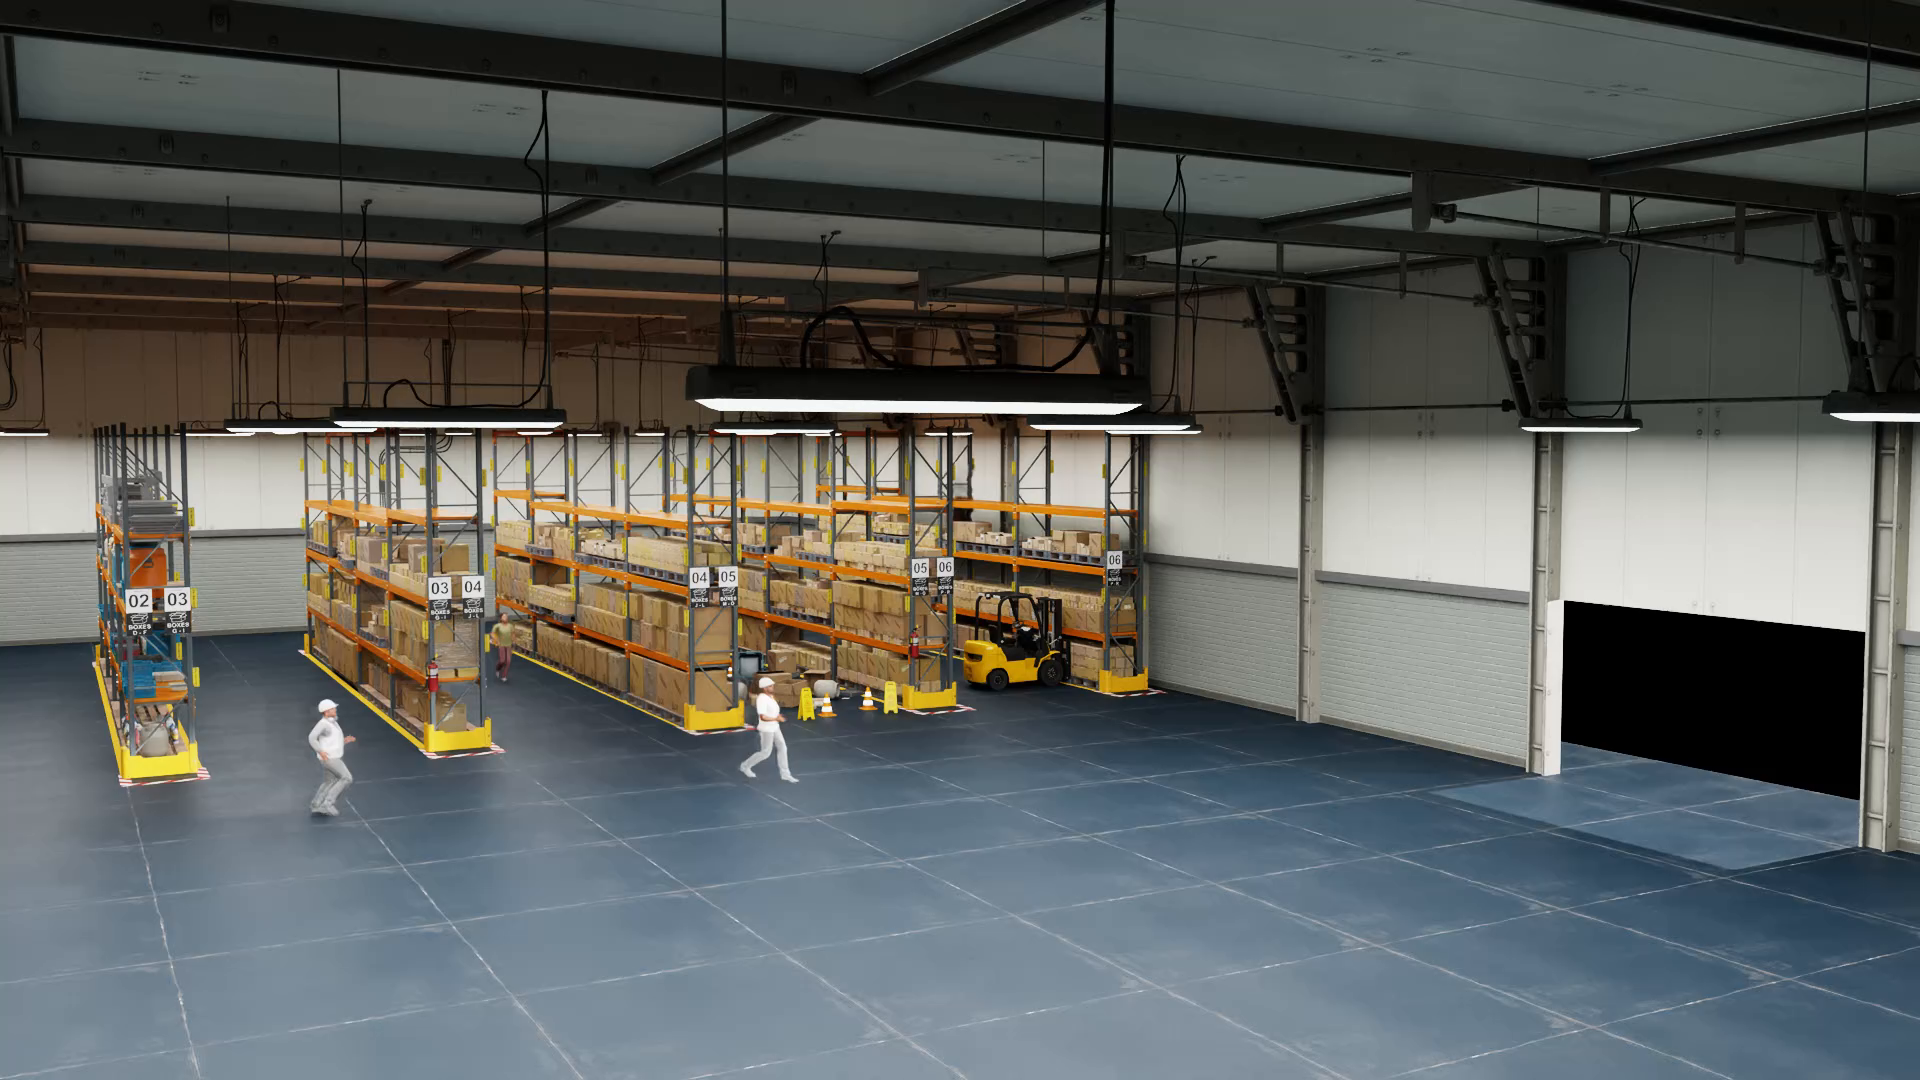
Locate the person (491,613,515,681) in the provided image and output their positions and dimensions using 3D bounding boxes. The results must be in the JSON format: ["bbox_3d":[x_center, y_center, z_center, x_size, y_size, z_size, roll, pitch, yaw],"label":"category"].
[{"bbox_3d":[-10.796,2.523,39.377,0.563,1.624,0.533,-2,4,-35],"label":"person"}]

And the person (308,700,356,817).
[{"bbox_3d":[-9.538,3.308,25.266,0.693,1.771,0.629,-1,4,-12],"label":"person"}]

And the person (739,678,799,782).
[{"bbox_3d":[-3.183,3.165,27.706,0.979,1.765,0.711,0,3,8],"label":"person"}]
